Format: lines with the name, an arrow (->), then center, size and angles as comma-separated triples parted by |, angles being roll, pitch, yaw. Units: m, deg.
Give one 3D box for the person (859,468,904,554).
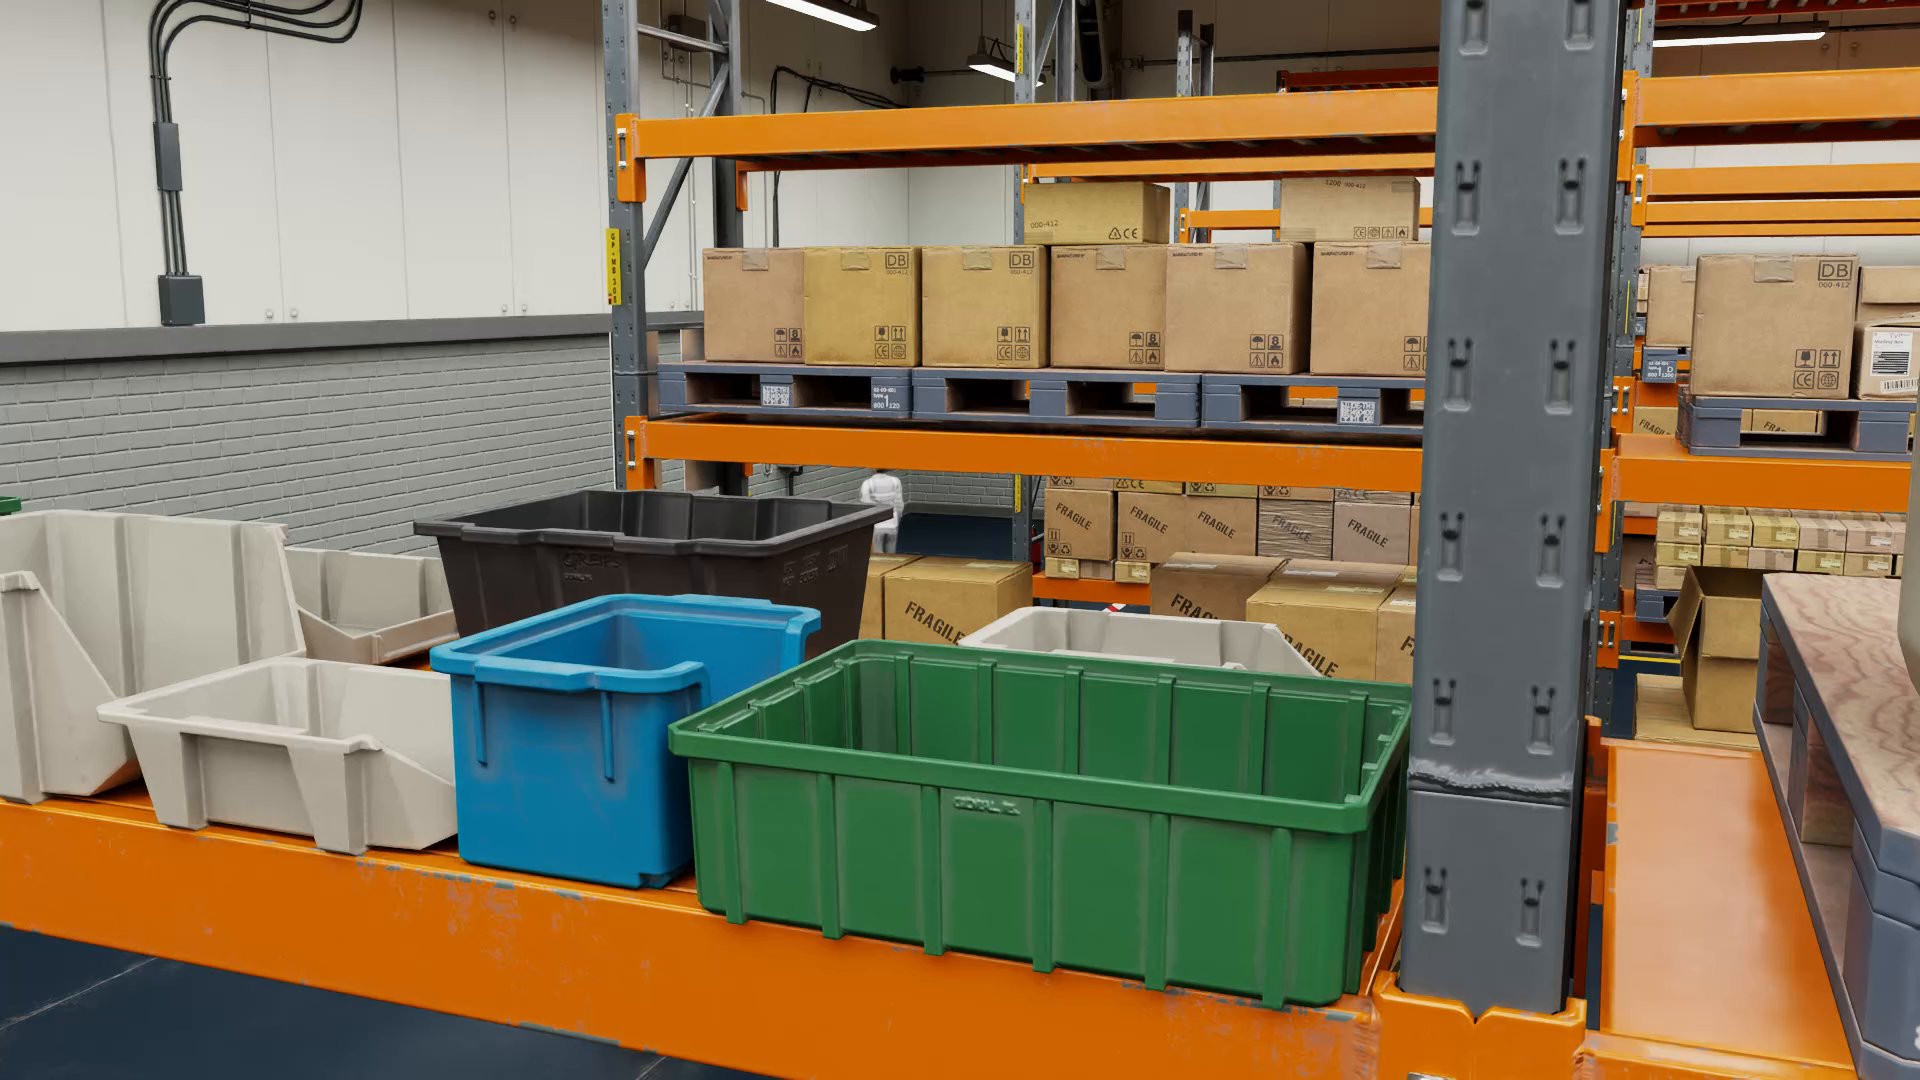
person -> -0.862, -0.110, 17.389 | 0.543, 1.691, 0.516 | -5, 10, -29
